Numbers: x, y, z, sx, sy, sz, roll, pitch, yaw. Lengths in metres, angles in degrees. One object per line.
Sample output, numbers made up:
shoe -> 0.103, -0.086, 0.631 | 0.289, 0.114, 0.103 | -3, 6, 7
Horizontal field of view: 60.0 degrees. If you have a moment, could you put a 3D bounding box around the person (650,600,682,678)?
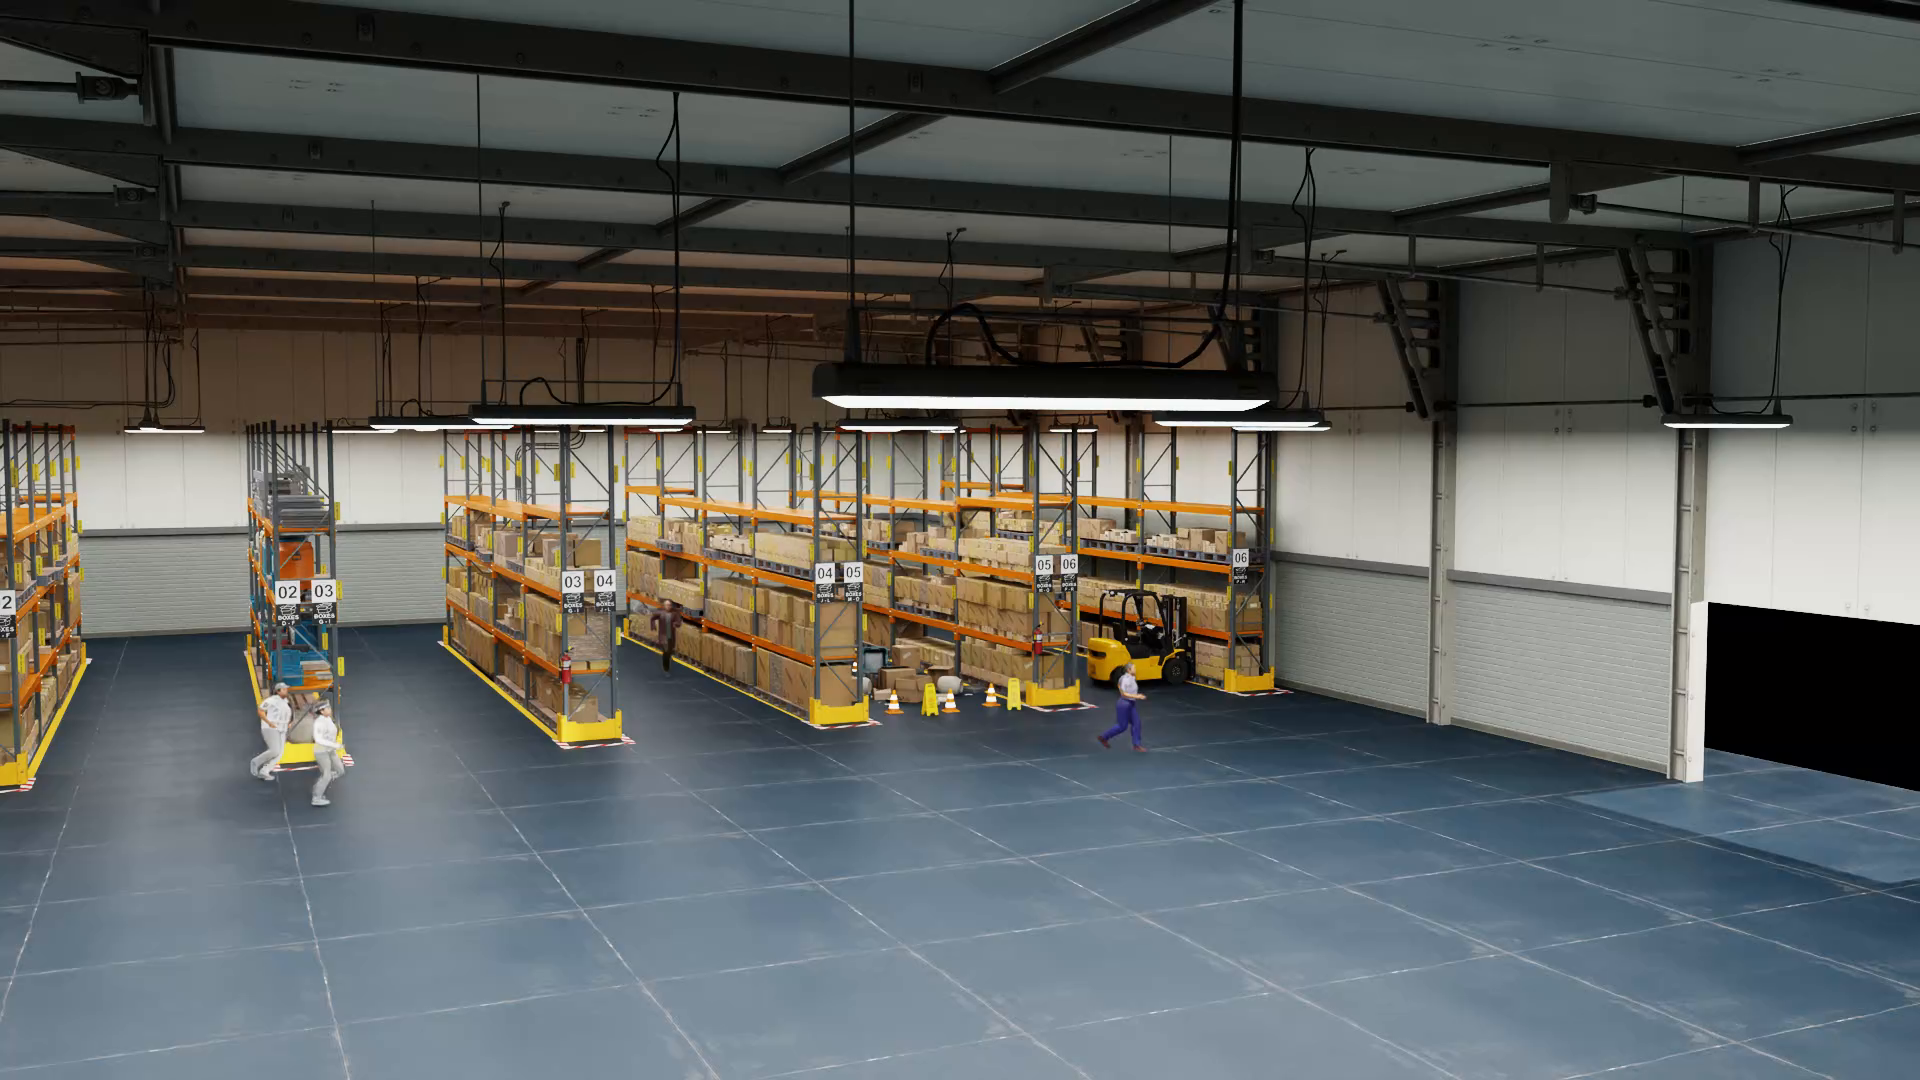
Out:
person -> -6.986, 2.355, 39.653 | 0.666, 1.847, 0.937 | -2, 4, -29

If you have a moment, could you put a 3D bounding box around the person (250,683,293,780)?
person -> -11.502, 3.191, 27.886 | 0.552, 1.584, 0.684 | 1, 4, 16

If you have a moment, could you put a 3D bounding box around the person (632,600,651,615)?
person -> -9.275, 1.794, 48.938 | 0.727, 1.832, 0.644 | -2, 4, -33

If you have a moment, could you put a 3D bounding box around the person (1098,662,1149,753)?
person -> 2.961, 3.025, 30.083 | 0.919, 1.645, 0.586 | 1, 4, 15

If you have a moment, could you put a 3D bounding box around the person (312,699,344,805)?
person -> -9.767, 3.271, 25.743 | 0.553, 1.646, 0.658 | 0, 4, 2
